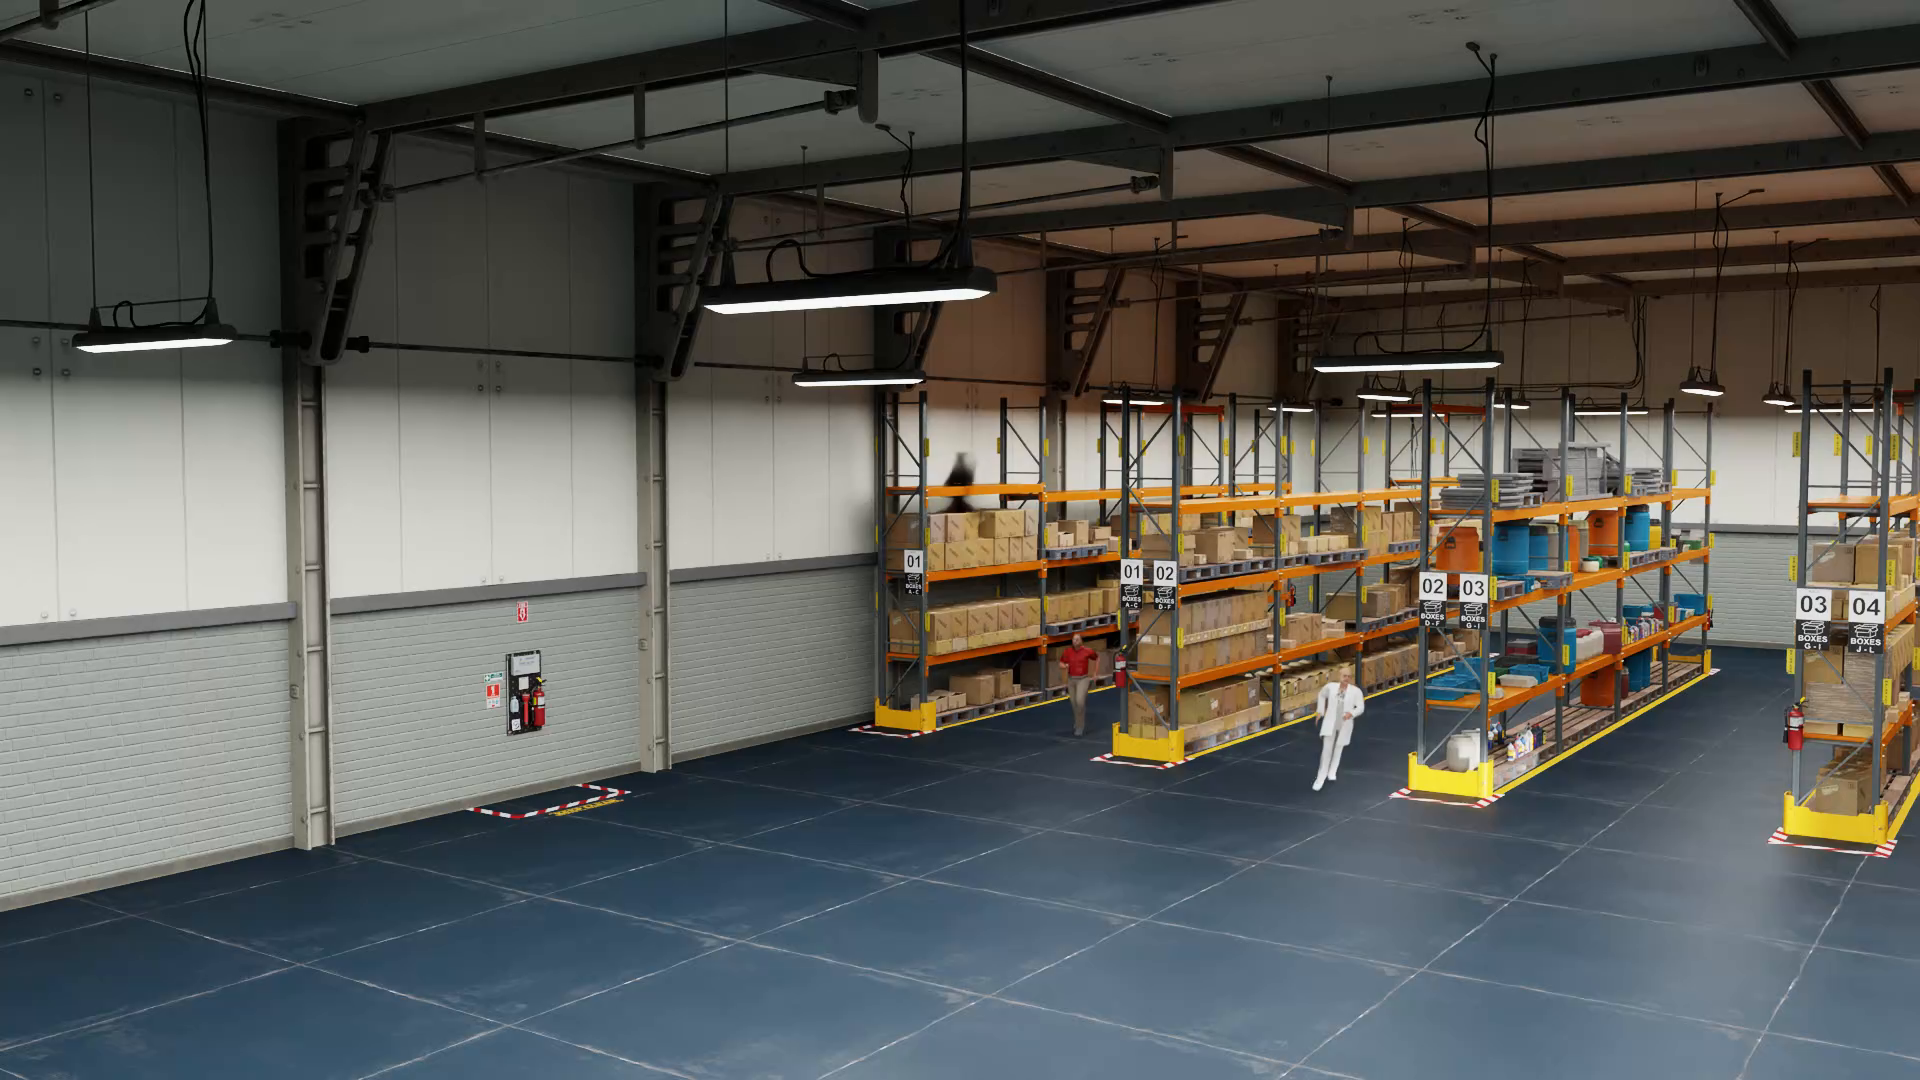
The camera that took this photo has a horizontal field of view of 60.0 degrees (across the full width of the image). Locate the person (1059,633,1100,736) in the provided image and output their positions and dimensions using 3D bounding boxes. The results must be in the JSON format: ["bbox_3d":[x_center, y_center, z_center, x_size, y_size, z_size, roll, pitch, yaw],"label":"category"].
[{"bbox_3d":[2.066,2.519,29.129,0.649,1.772,0.842,1,3,23],"label":"person"}]

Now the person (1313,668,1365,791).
[{"bbox_3d":[5.558,2.745,24.460,0.742,1.756,0.916,1,3,9],"label":"person"}]
